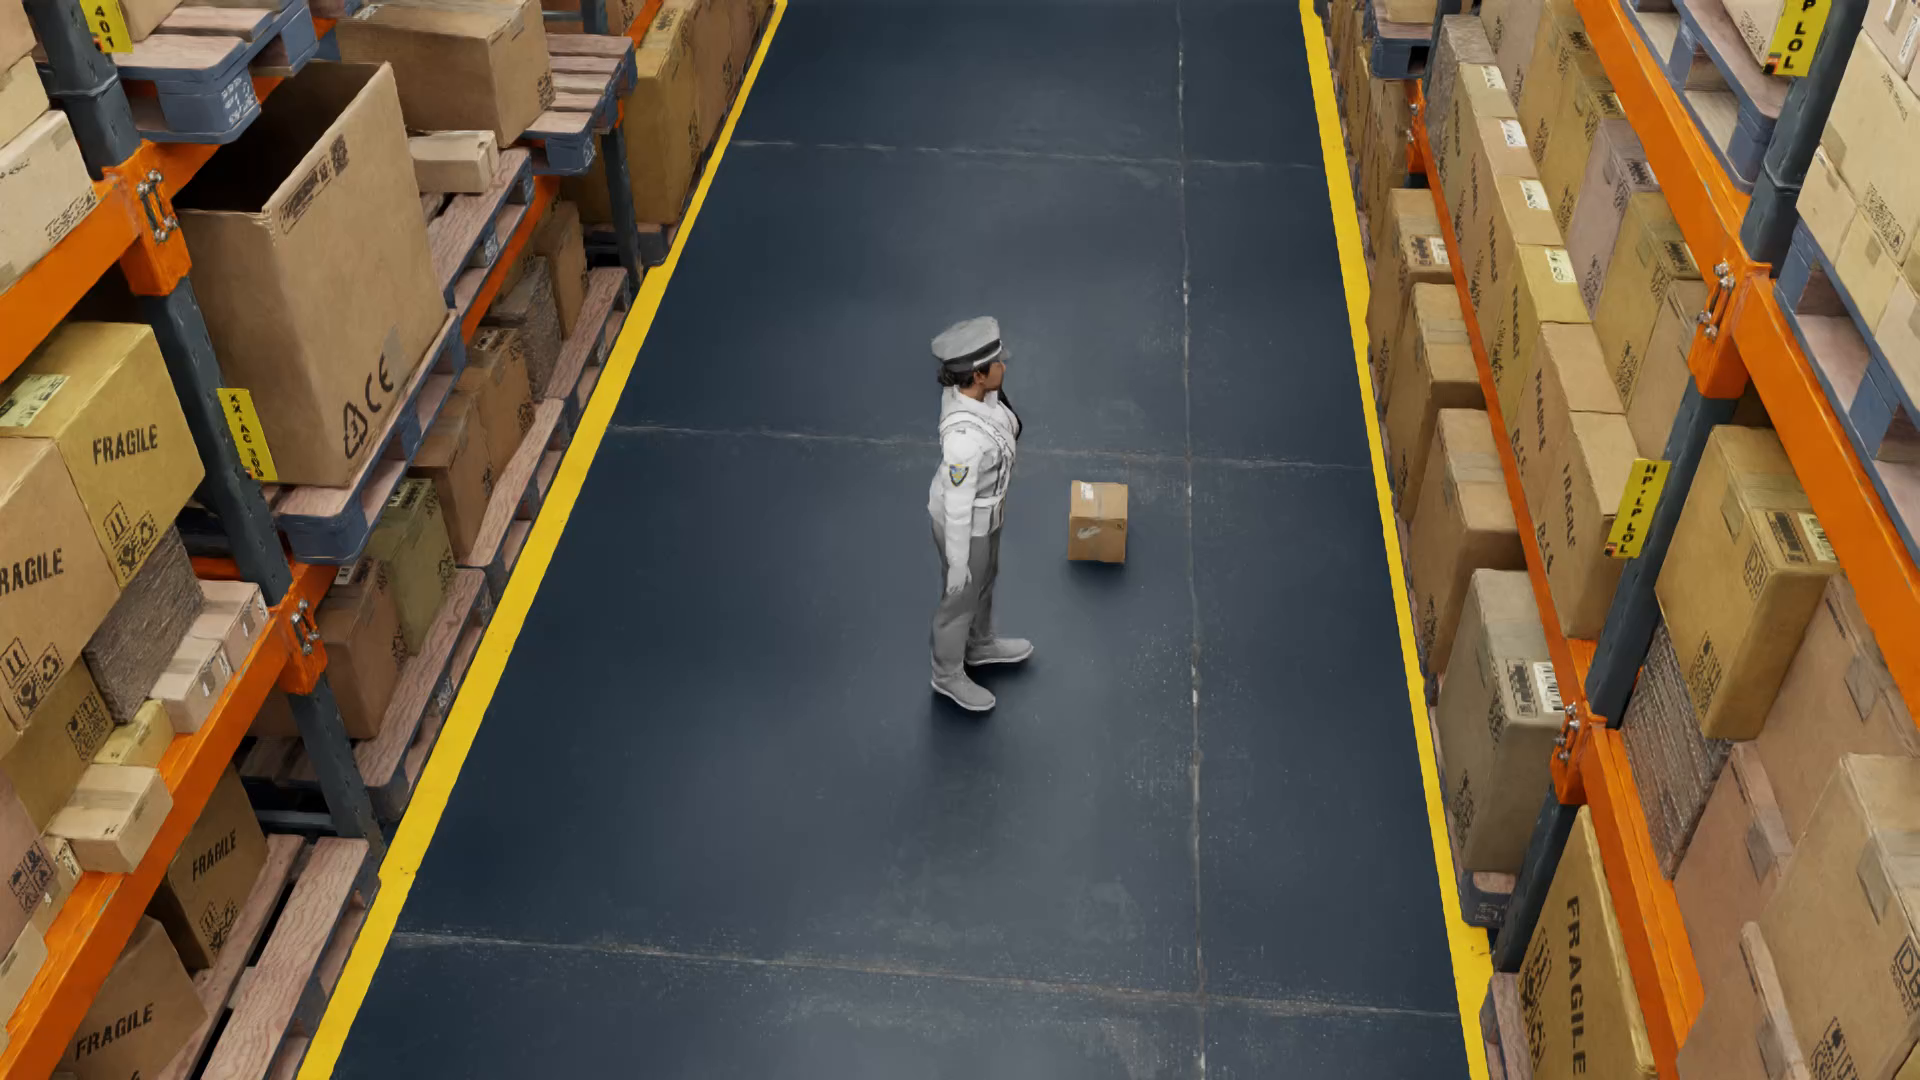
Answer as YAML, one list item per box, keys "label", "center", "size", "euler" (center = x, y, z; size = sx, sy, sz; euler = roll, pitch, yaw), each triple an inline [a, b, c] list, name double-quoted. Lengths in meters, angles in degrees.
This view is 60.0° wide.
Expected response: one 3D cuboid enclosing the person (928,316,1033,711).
- label: "person"
  center: [0.083, -0.079, 6.204]
  size: [0.404, 1.685, 0.569]
  euler: [4, 40, 4]
